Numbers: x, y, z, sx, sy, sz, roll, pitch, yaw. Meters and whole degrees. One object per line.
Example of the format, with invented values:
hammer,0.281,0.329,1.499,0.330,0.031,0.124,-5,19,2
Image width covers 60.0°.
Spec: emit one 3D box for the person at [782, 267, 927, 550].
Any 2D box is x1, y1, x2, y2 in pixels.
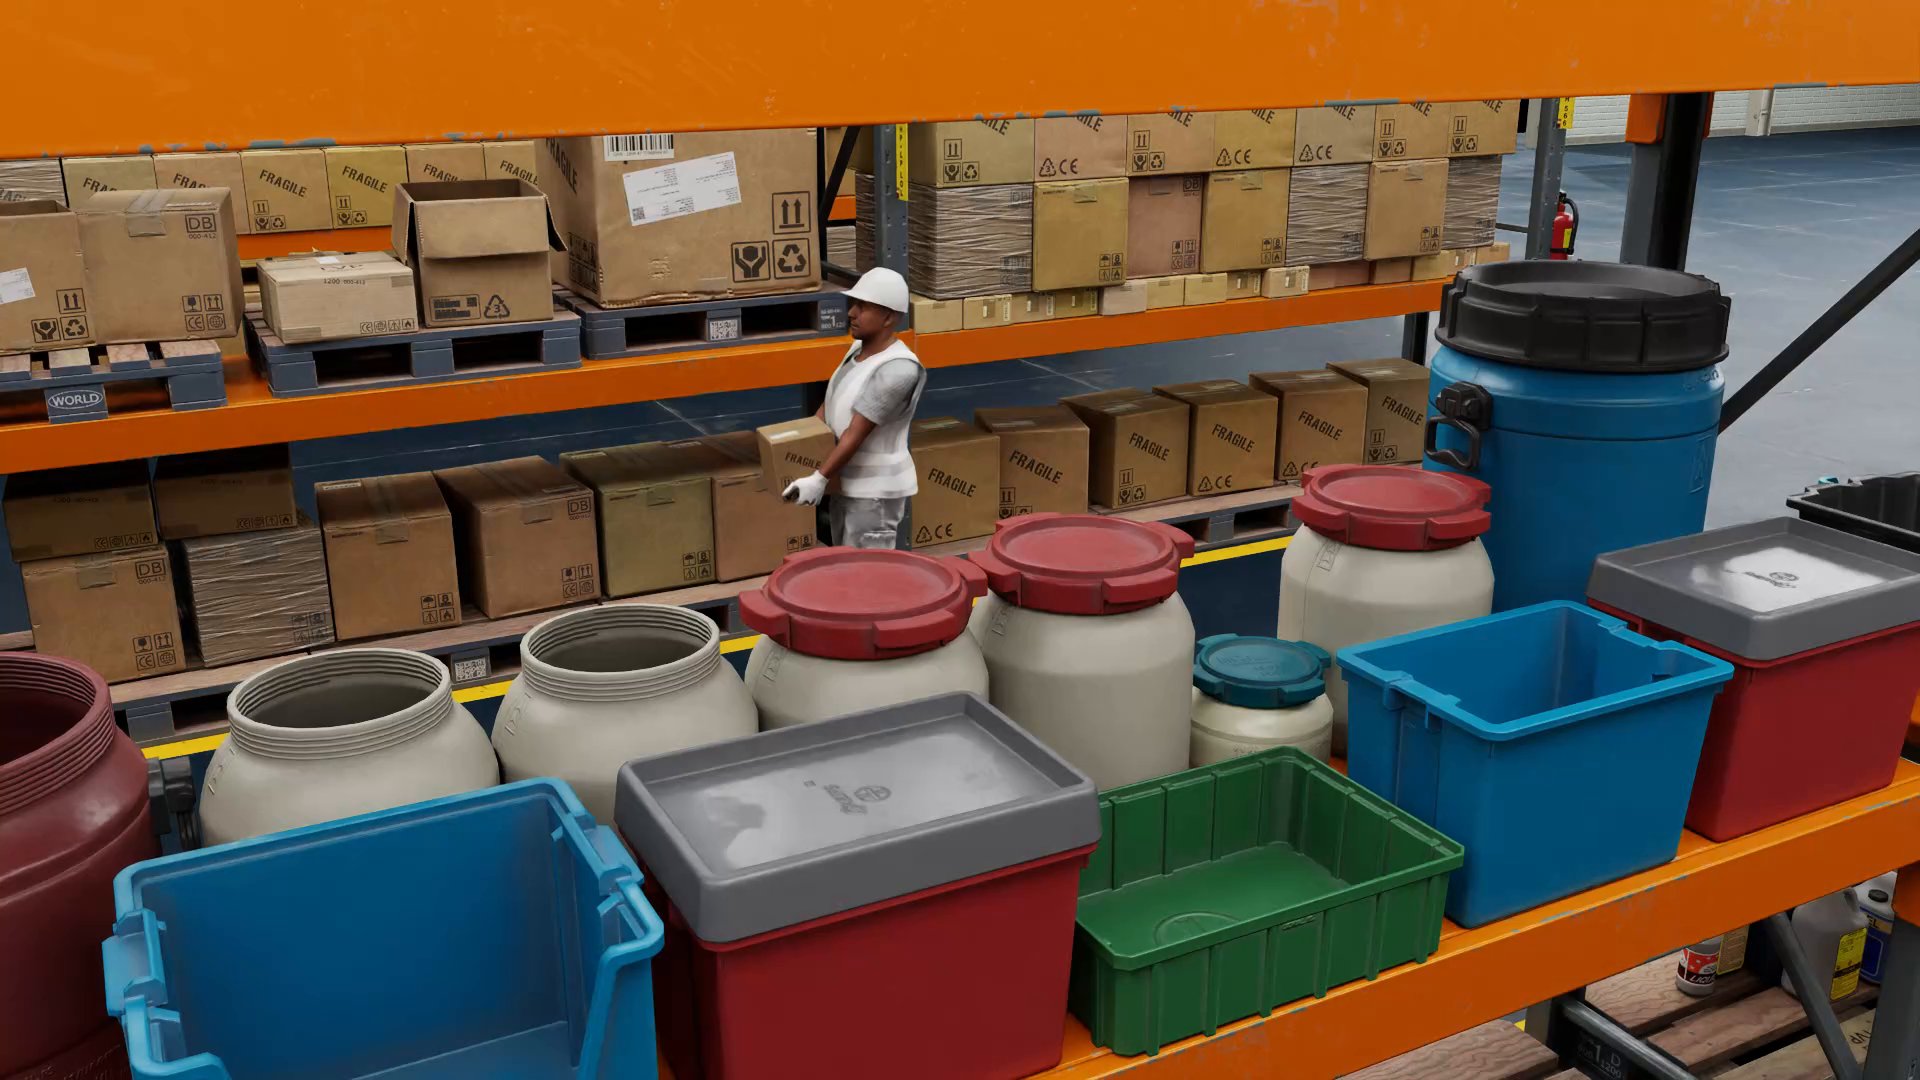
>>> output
person,-0.451,-0.179,6.575,0.574,1.778,0.488,-6,19,-19
